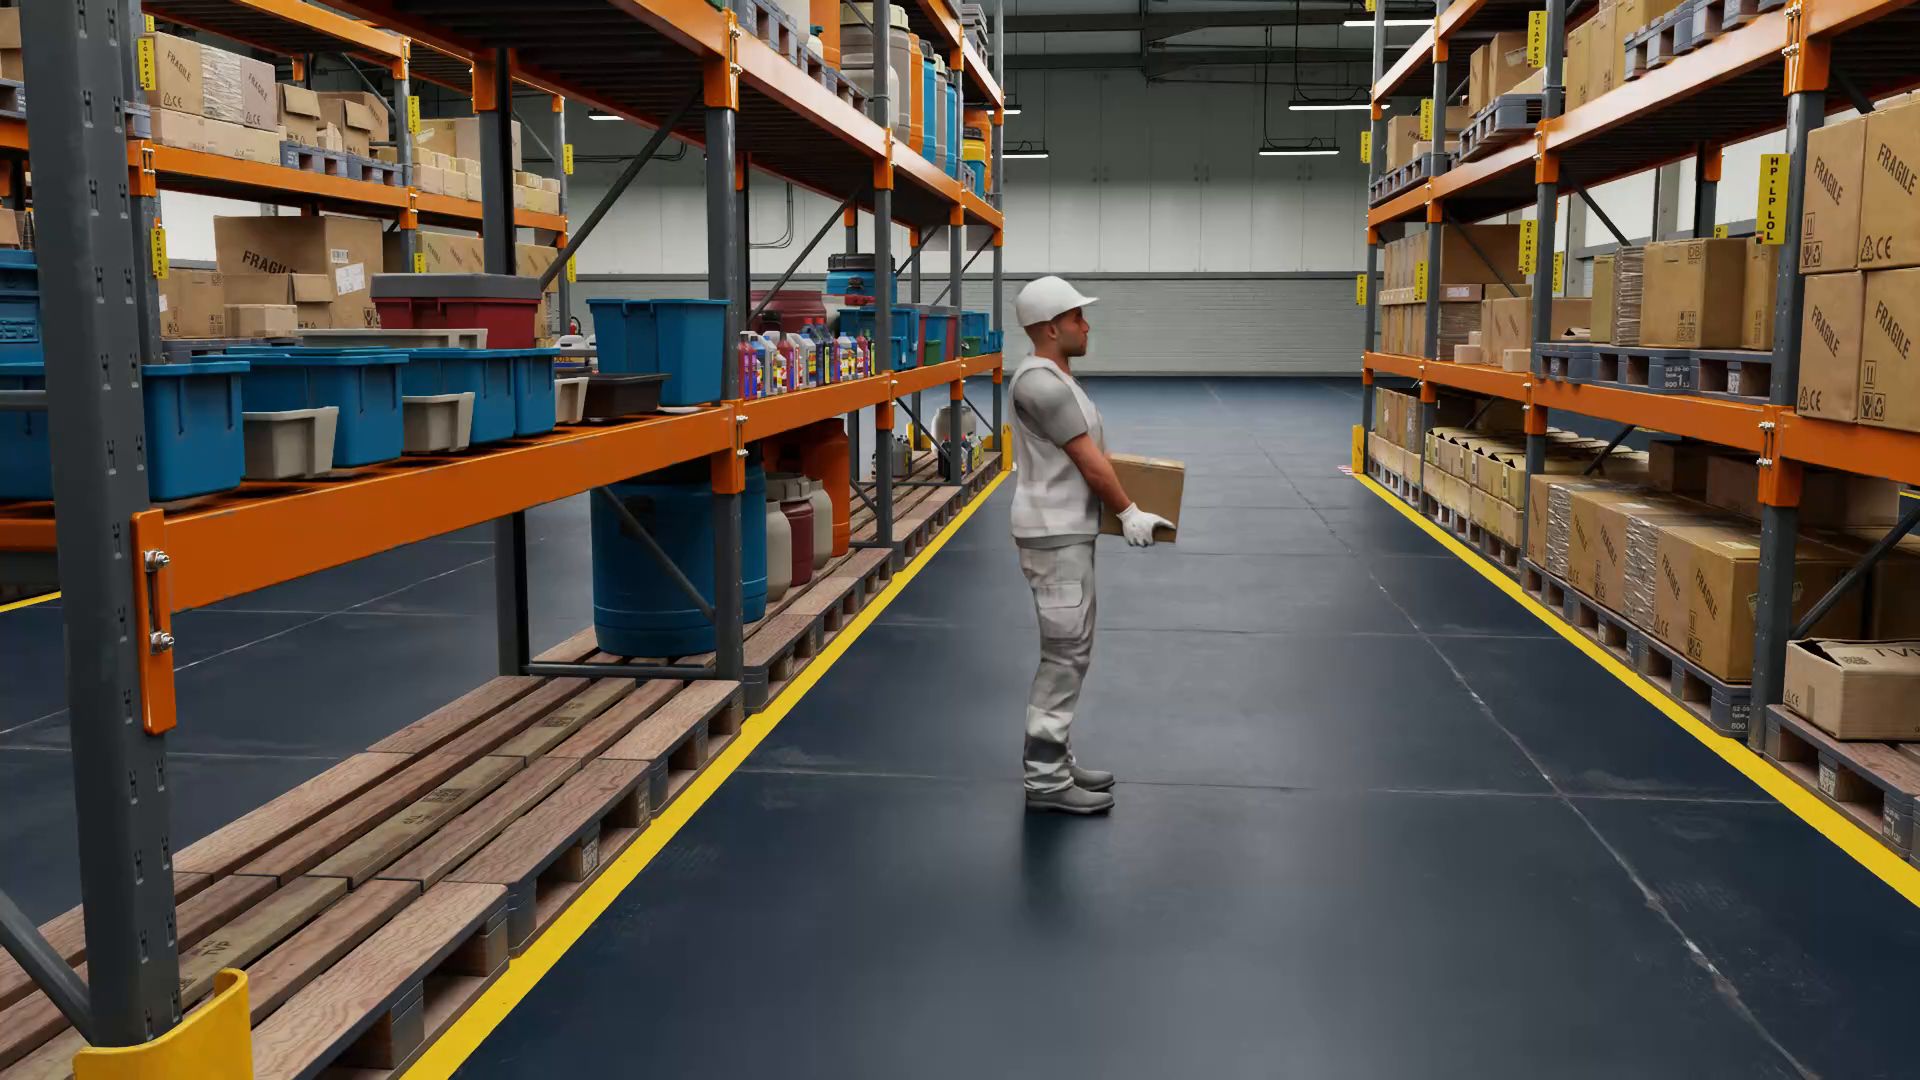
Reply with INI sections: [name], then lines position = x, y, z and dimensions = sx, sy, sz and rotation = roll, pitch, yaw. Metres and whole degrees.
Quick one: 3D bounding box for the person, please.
[person]
position = 0.447, 0.009, 5.636
dimensions = 0.561, 1.785, 0.495
rotation = 1, 8, 7
